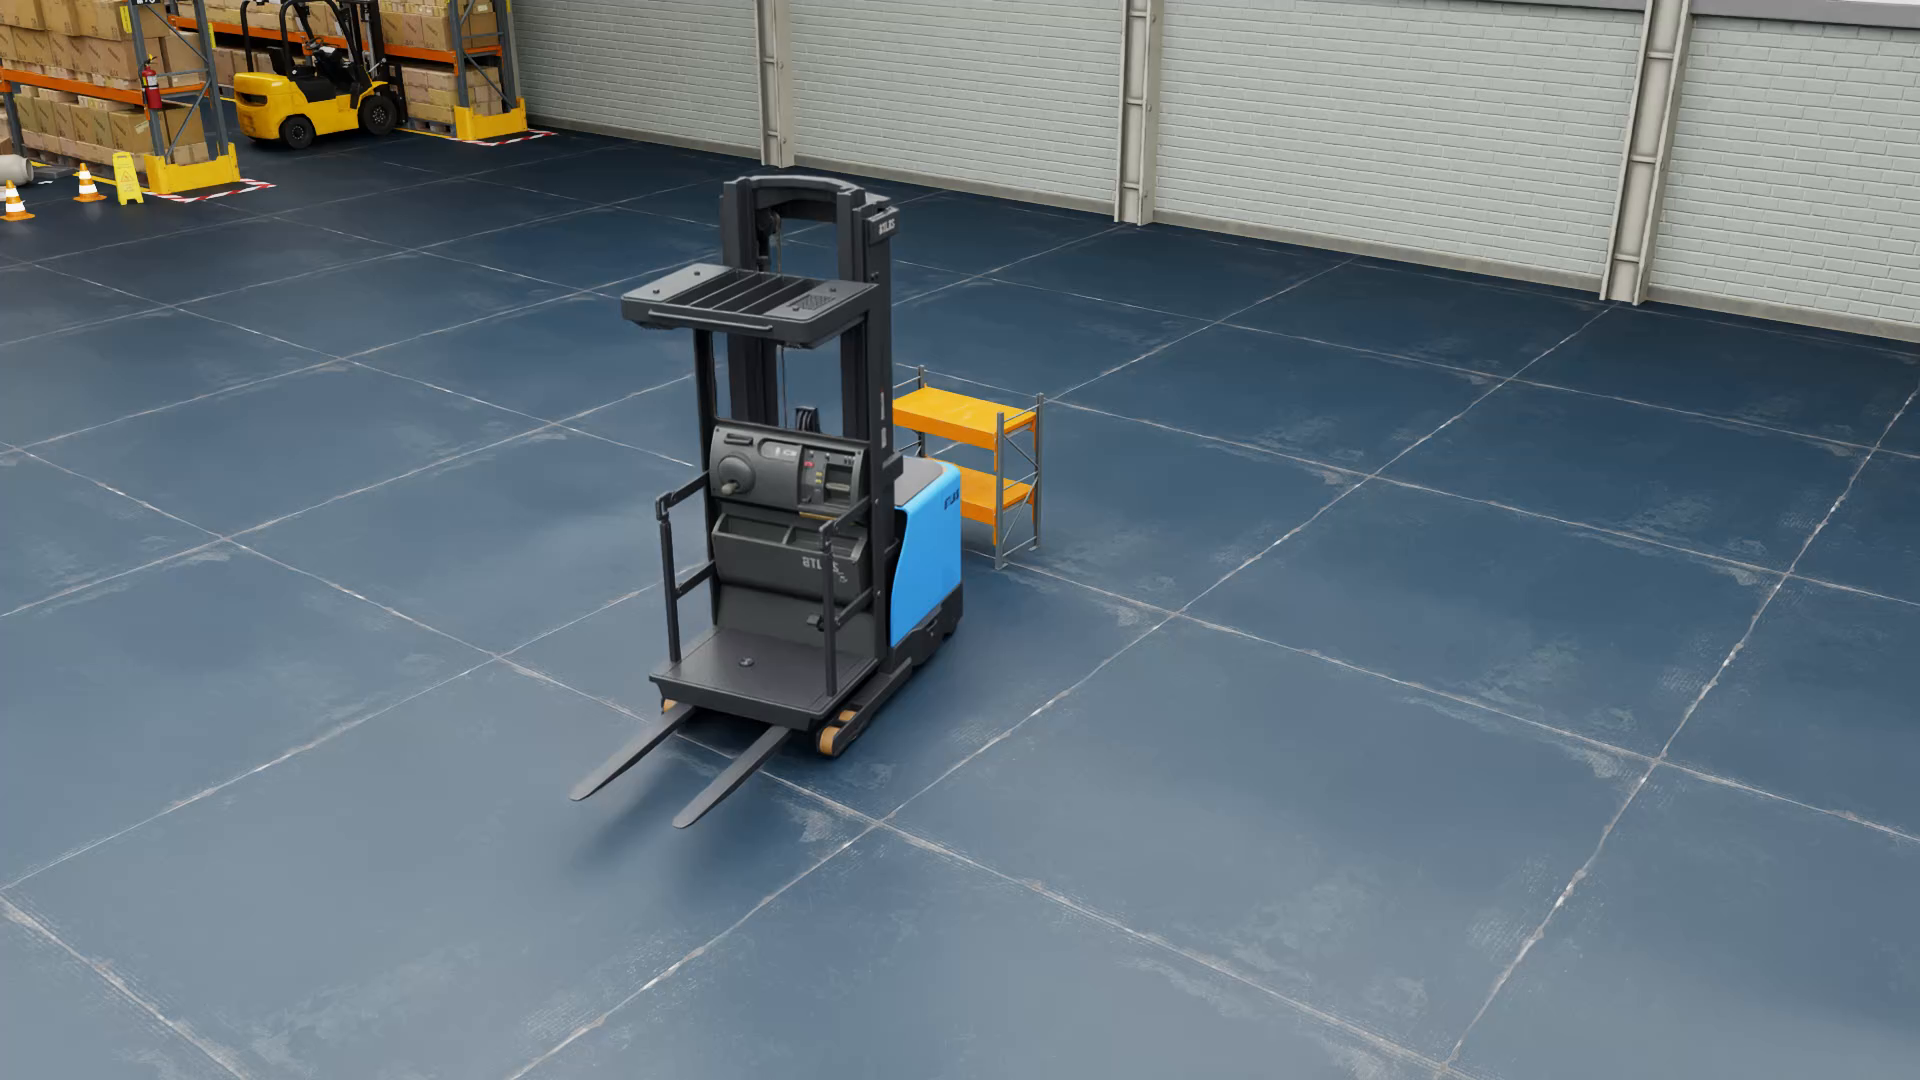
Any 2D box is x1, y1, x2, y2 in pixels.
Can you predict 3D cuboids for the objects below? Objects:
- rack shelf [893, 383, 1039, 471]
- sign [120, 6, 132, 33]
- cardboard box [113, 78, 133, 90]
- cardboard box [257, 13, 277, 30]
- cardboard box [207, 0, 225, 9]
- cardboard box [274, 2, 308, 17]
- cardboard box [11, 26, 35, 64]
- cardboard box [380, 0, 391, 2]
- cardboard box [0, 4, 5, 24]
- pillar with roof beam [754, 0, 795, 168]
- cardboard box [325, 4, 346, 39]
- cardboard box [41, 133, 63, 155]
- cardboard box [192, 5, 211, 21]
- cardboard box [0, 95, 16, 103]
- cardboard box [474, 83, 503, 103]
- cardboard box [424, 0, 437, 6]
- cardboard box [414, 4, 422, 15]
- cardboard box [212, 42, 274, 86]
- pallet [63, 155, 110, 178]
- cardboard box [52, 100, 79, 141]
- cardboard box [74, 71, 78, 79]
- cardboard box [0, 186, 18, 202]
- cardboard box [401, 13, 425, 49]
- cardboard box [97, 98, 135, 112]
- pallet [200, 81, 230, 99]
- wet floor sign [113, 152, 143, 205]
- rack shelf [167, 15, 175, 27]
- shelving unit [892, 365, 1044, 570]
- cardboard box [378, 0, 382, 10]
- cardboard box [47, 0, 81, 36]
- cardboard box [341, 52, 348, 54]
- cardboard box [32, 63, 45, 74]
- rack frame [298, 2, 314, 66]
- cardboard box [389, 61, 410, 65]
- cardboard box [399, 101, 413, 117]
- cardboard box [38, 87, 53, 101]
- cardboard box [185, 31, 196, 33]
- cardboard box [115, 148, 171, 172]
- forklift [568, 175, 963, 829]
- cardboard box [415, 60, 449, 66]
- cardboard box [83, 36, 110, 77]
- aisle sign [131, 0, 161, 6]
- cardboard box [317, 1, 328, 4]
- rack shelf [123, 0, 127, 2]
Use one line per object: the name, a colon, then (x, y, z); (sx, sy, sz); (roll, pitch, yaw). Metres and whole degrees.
rack shelf: (-0.005, -0.784, 11.409); (1.000, 0.278, 0.538); (17, 29, 33)
sign: (-10.735, -6.698, 21.403); (0.005, 0.325, 0.100); (17, 29, 33)
cardboard box: (-11.083, -6.130, 22.253); (0.250, 0.149, 0.380); (16, 29, 33)
cardboard box: (-11.579, -8.856, 28.315); (0.500, 0.250, 0.500); (17, 29, 33)
cardboard box: (-12.797, -9.455, 29.054); (0.500, 0.250, 0.500); (16, 28, 32)
cardboard box: (-11.159, -8.964, 27.940); (0.500, 0.250, 0.500); (16, 28, 32)
cardboard box: (-12.986, -7.037, 23.507); (0.500, 0.500, 0.500); (17, 29, 33)
cardboard box: (-8.907, -8.574, 26.191); (0.250, 0.149, 0.380); (17, 29, 34)
cardboard box: (-13.365, -7.628, 23.609); (0.500, 0.500, 0.700); (16, 29, 33)
pillar with roof beam: (-5.210, -8.165, 19.120); (0.400, 9.000, 9.100); (17, 29, 33)
cardboard box: (-9.988, -8.501, 27.199); (0.500, 0.500, 0.500); (17, 29, 34)
cardboard box: (-12.843, -5.744, 23.955); (0.500, 0.250, 0.500); (19, 30, 36)
cardboard box: (-13.206, -9.357, 29.451); (0.500, 0.250, 0.500); (16, 28, 32)
cardboard box: (-15.143, -6.621, 25.795); (0.625, 0.372, 0.950); (18, 29, 35)
cardboard box: (-7.664, -7.143, 26.512); (0.500, 0.250, 0.500); (17, 29, 34)
cardboard box: (-8.041, -8.347, 25.677); (0.250, 0.149, 0.380); (17, 29, 33)
cardboard box: (-8.251, -8.271, 25.873); (0.250, 0.149, 0.380); (17, 29, 34)
cardboard box: (-12.795, -8.529, 29.812); (0.625, 0.625, 0.875); (18, 29, 35)
pallet: (-12.048, -5.443, 23.842); (1.213, 0.211, 1.003); (17, 29, 33)
cardboard box: (-12.428, -5.961, 23.517); (0.500, 0.500, 0.500); (19, 30, 36)
cardboard box: (-12.025, -6.480, 23.048); (0.250, 0.149, 0.380); (17, 29, 33)
cardboard box: (-12.646, -4.558, 21.911); (0.380, 0.149, 0.250); (-10, 26, -21)
cardboard box: (-8.373, -8.008, 26.082); (0.500, 0.500, 0.500); (18, 29, 35)
cardboard box: (-11.518, -5.948, 22.685); (0.250, 0.149, 0.380); (18, 29, 35)
pallet: (-13.178, -8.247, 30.205); (1.213, 0.211, 1.003); (17, 29, 33)
wet floor sign: (-10.876, -4.729, 21.683); (0.267, 0.644, 0.232); (-15, 28, -30)
rack shelf: (-15.414, -9.889, 31.366); (4.000, 0.370, 1.077); (17, 29, 33)
shelving unit: (-0.005, -0.516, 11.527); (1.048, 1.125, 0.538); (17, 29, 33)
cardboard box: (-9.045, -8.528, 26.456); (0.250, 0.149, 0.380); (17, 29, 33)
cardboard box: (-11.796, -7.105, 22.423); (0.500, 0.500, 0.700); (16, 29, 33)
cardboard box: (-10.103, -8.102, 28.068); (0.500, 0.250, 0.500); (17, 29, 34)
cardboard box: (-12.886, -6.700, 23.549); (0.250, 0.149, 0.380); (18, 29, 35)
rack frame: (-10.613, -8.767, 27.928); (0.127, 3.000, 1.000); (17, 29, 33)
cardboard box: (-9.191, -7.568, 26.854); (0.500, 0.250, 0.500); (16, 28, 32)
cardboard box: (-8.765, -6.993, 26.790); (0.500, 0.250, 0.500); (17, 29, 34)
cardboard box: (-12.800, -6.336, 23.564); (0.250, 0.149, 0.380); (18, 30, 35)
cardboard box: (-14.650, -9.509, 31.387); (0.250, 0.149, 0.380); (15, 28, 31)
cardboard box: (-11.214, -5.246, 22.825); (0.500, 0.250, 0.500); (17, 29, 33)
forklift: (-1.037, -0.356, 8.922); (1.130, 2.935, 3.031); (10, 26, 22)
cardboard box: (-8.479, -7.613, 26.957); (0.500, 0.250, 0.500); (17, 29, 33)
cardboard box: (-11.384, -6.544, 22.390); (0.500, 0.500, 0.500); (17, 29, 33)
aisle sign: (-10.511, -7.279, 21.325); (0.004, 0.787, 0.394); (17, 29, 33)
cardboard box: (-10.308, -8.886, 27.269); (0.250, 0.149, 0.380); (18, 29, 34)
rack shelf: (-11.987, -7.725, 22.734); (4.000, 0.370, 1.077); (17, 29, 33)
